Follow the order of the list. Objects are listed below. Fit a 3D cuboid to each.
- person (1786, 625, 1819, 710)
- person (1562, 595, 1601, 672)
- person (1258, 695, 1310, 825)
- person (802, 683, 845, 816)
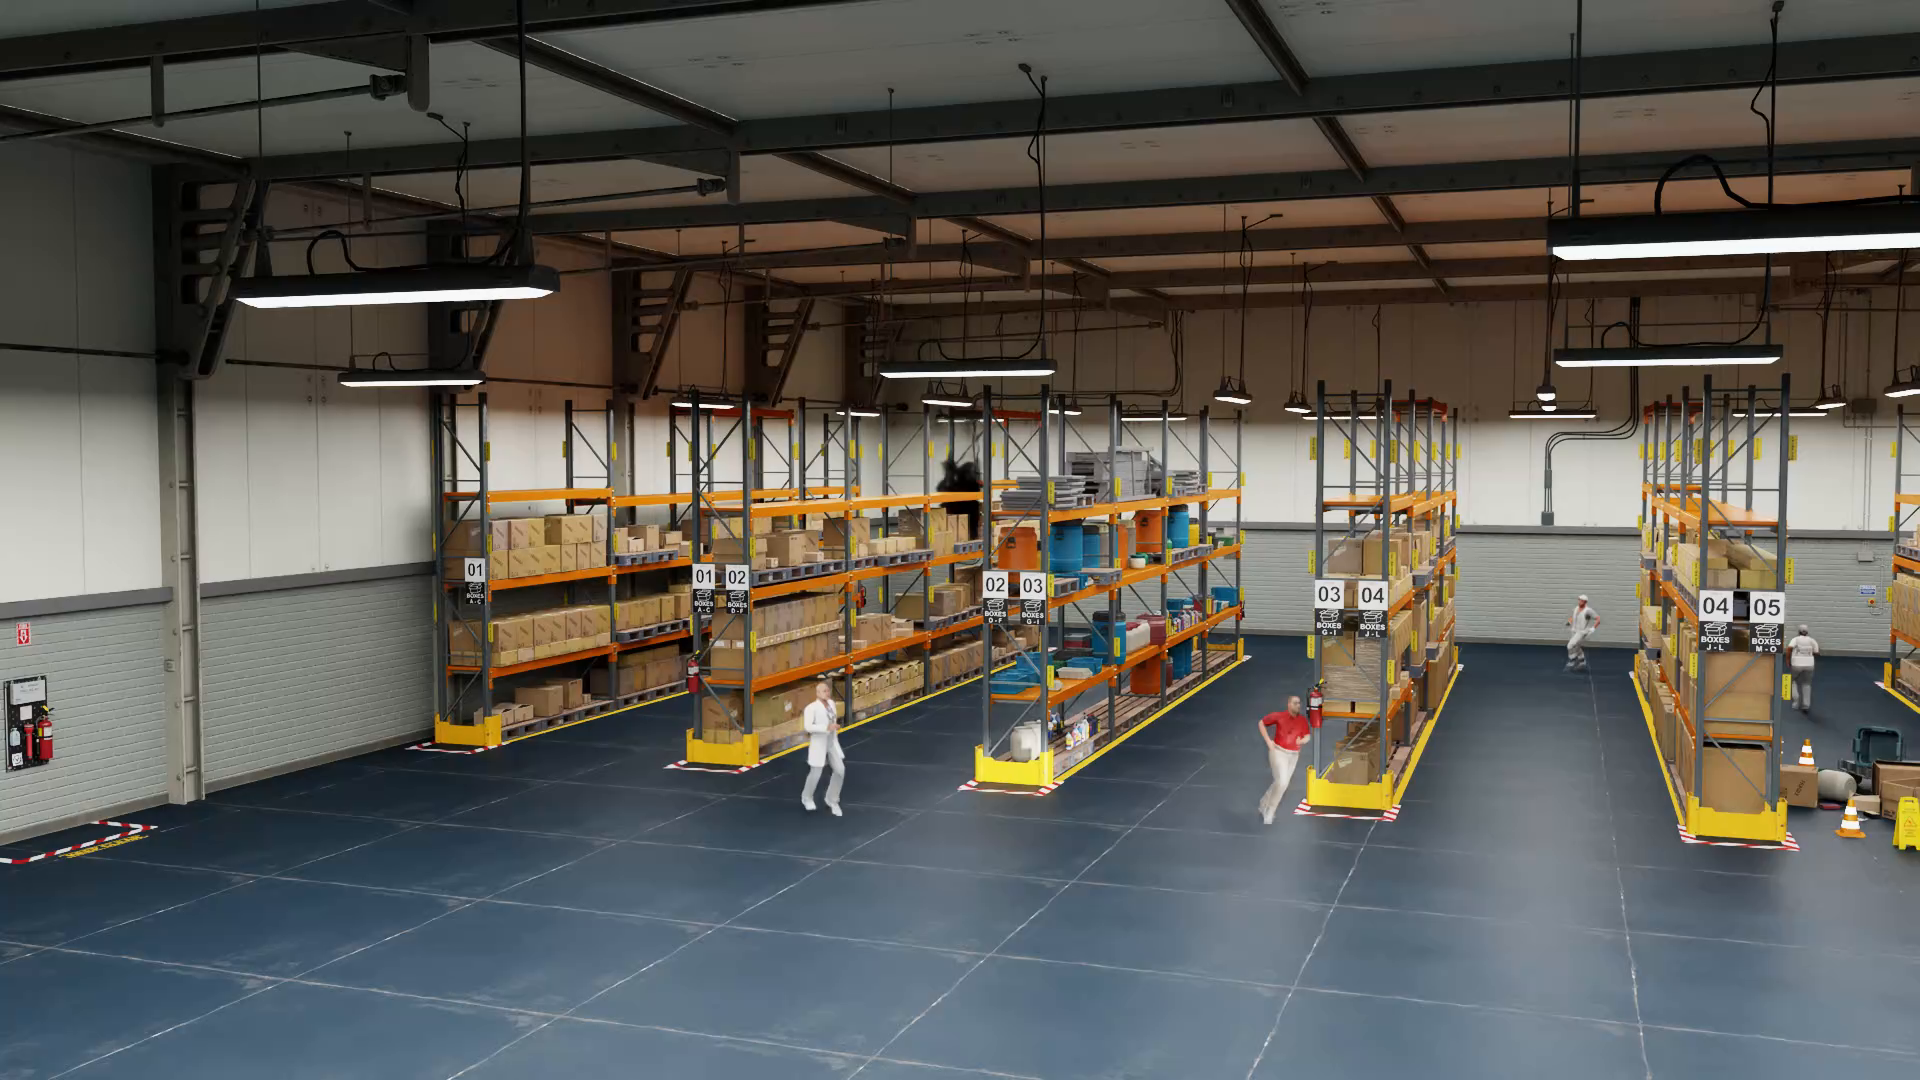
[{"bbox_3d":[16.304,2.470,32.253,0.626,1.662,0.637,1,3,14],"label":"person"},{"bbox_3d":[14.000,2.110,37.521,0.743,1.762,0.726,-1,3,-20],"label":"person"},{"bbox_3d":[4.386,2.979,22.556,0.723,1.765,0.690,-1,3,-24],"label":"person"},{"bbox_3d":[-1.896,2.897,22.938,0.708,1.856,0.840,-3,4,-42],"label":"person"}]
